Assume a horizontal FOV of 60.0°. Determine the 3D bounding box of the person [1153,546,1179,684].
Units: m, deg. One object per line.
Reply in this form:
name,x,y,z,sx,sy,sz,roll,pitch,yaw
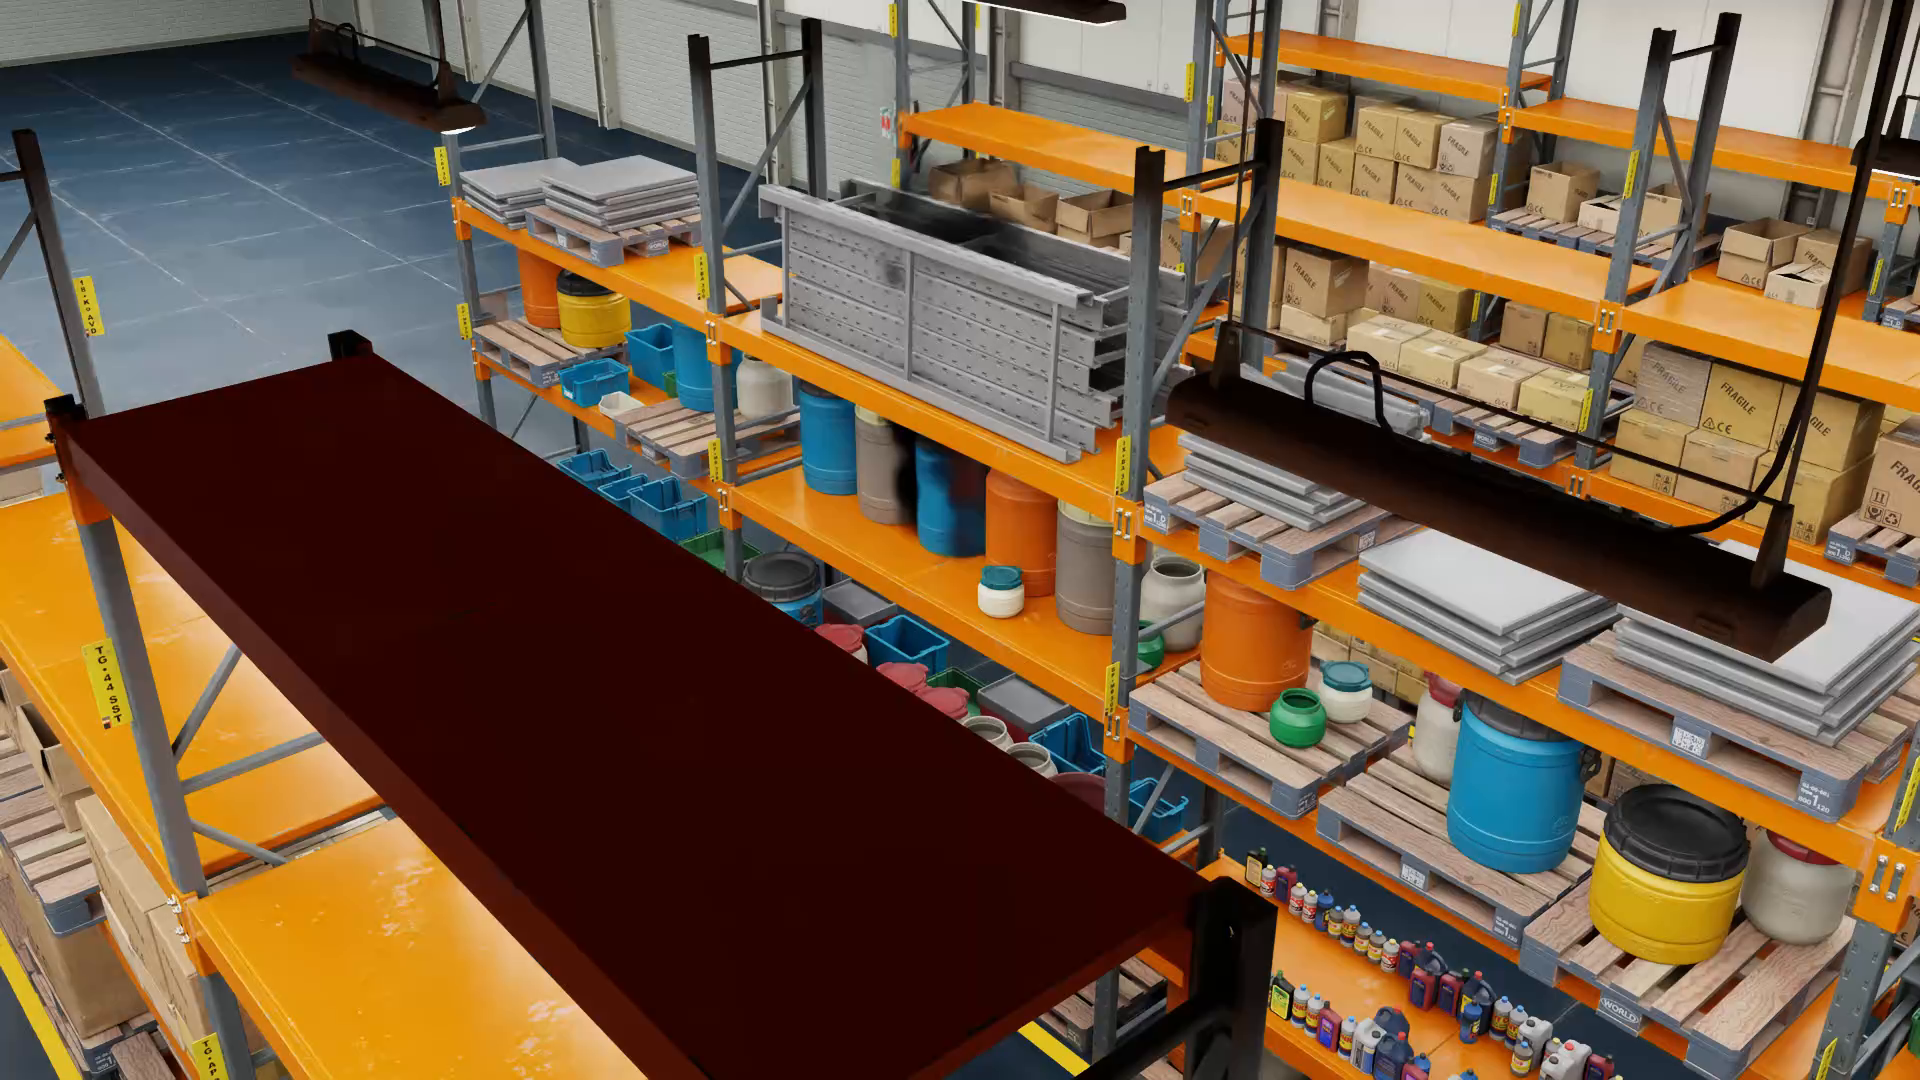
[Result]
person,1.645,0.815,13.543,0.996,1.710,0.588,17,32,30
